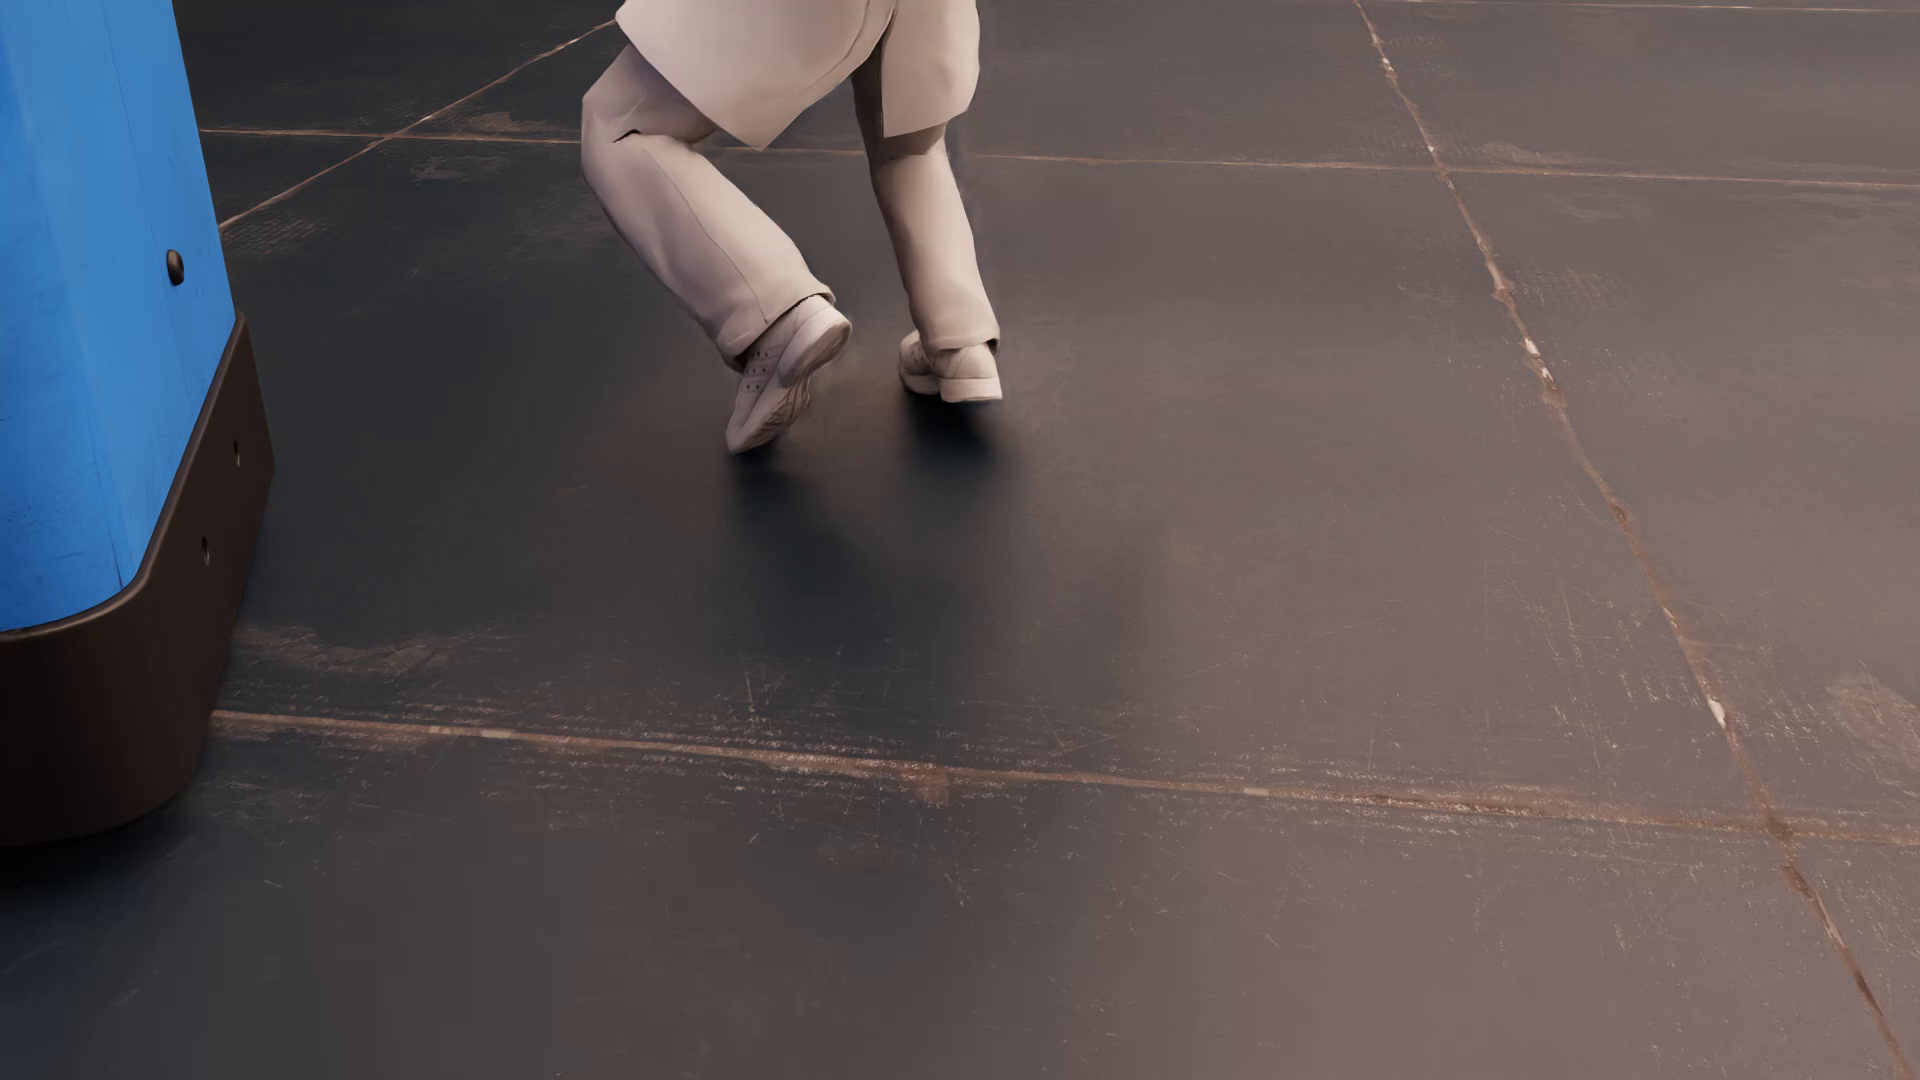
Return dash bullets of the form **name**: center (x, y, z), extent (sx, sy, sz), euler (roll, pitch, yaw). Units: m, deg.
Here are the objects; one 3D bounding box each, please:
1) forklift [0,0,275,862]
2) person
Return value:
- **forklift**: center (-2.414, -1.005, 1.232), extent (3.031, 2.935, 1.130), euler (-7, 27, -13)
- **person**: center (-0.113, -0.981, 2.574), extent (1.034, 1.714, 0.748), euler (-19, 32, -33)
